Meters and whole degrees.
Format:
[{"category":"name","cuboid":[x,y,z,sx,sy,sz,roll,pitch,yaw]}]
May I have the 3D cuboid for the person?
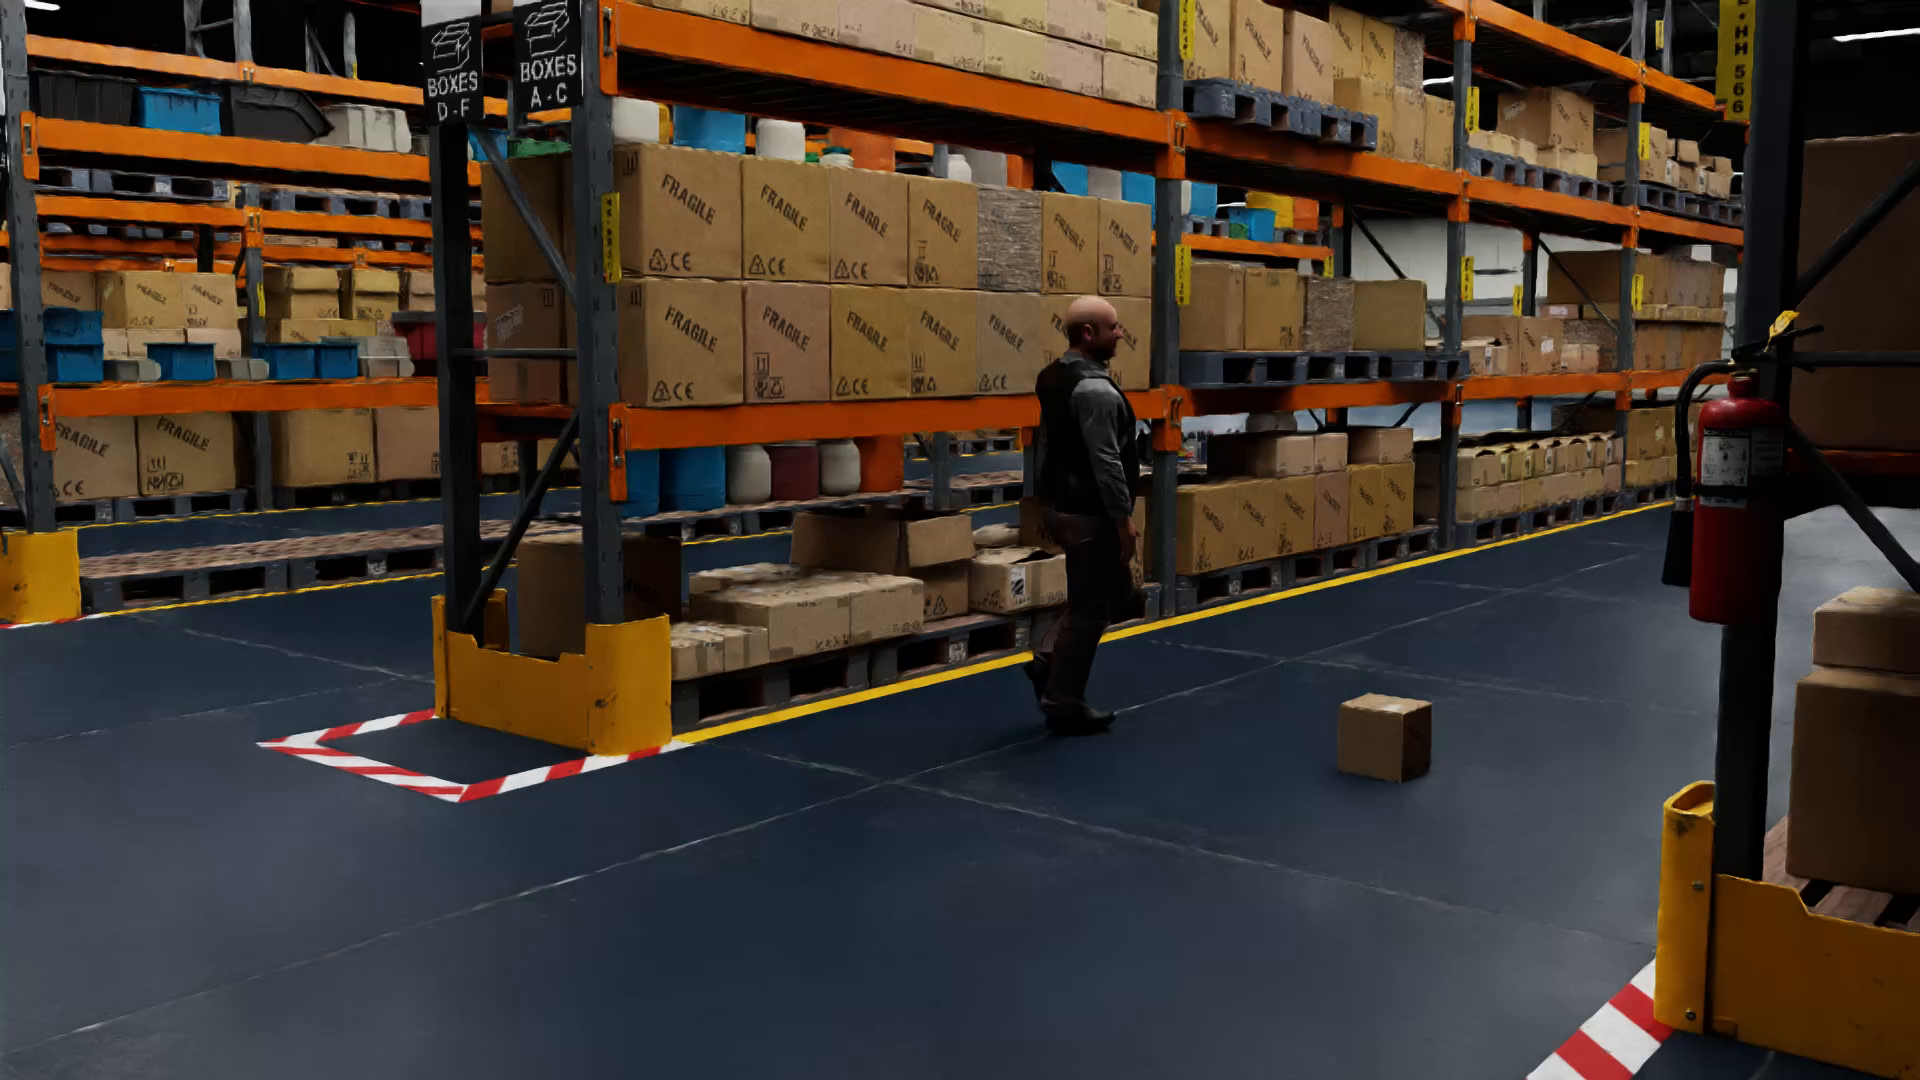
[{"category":"person","cuboid":[0.536,-0.089,6.496,0.452,1.704,0.623,-2,7,-18]}]
